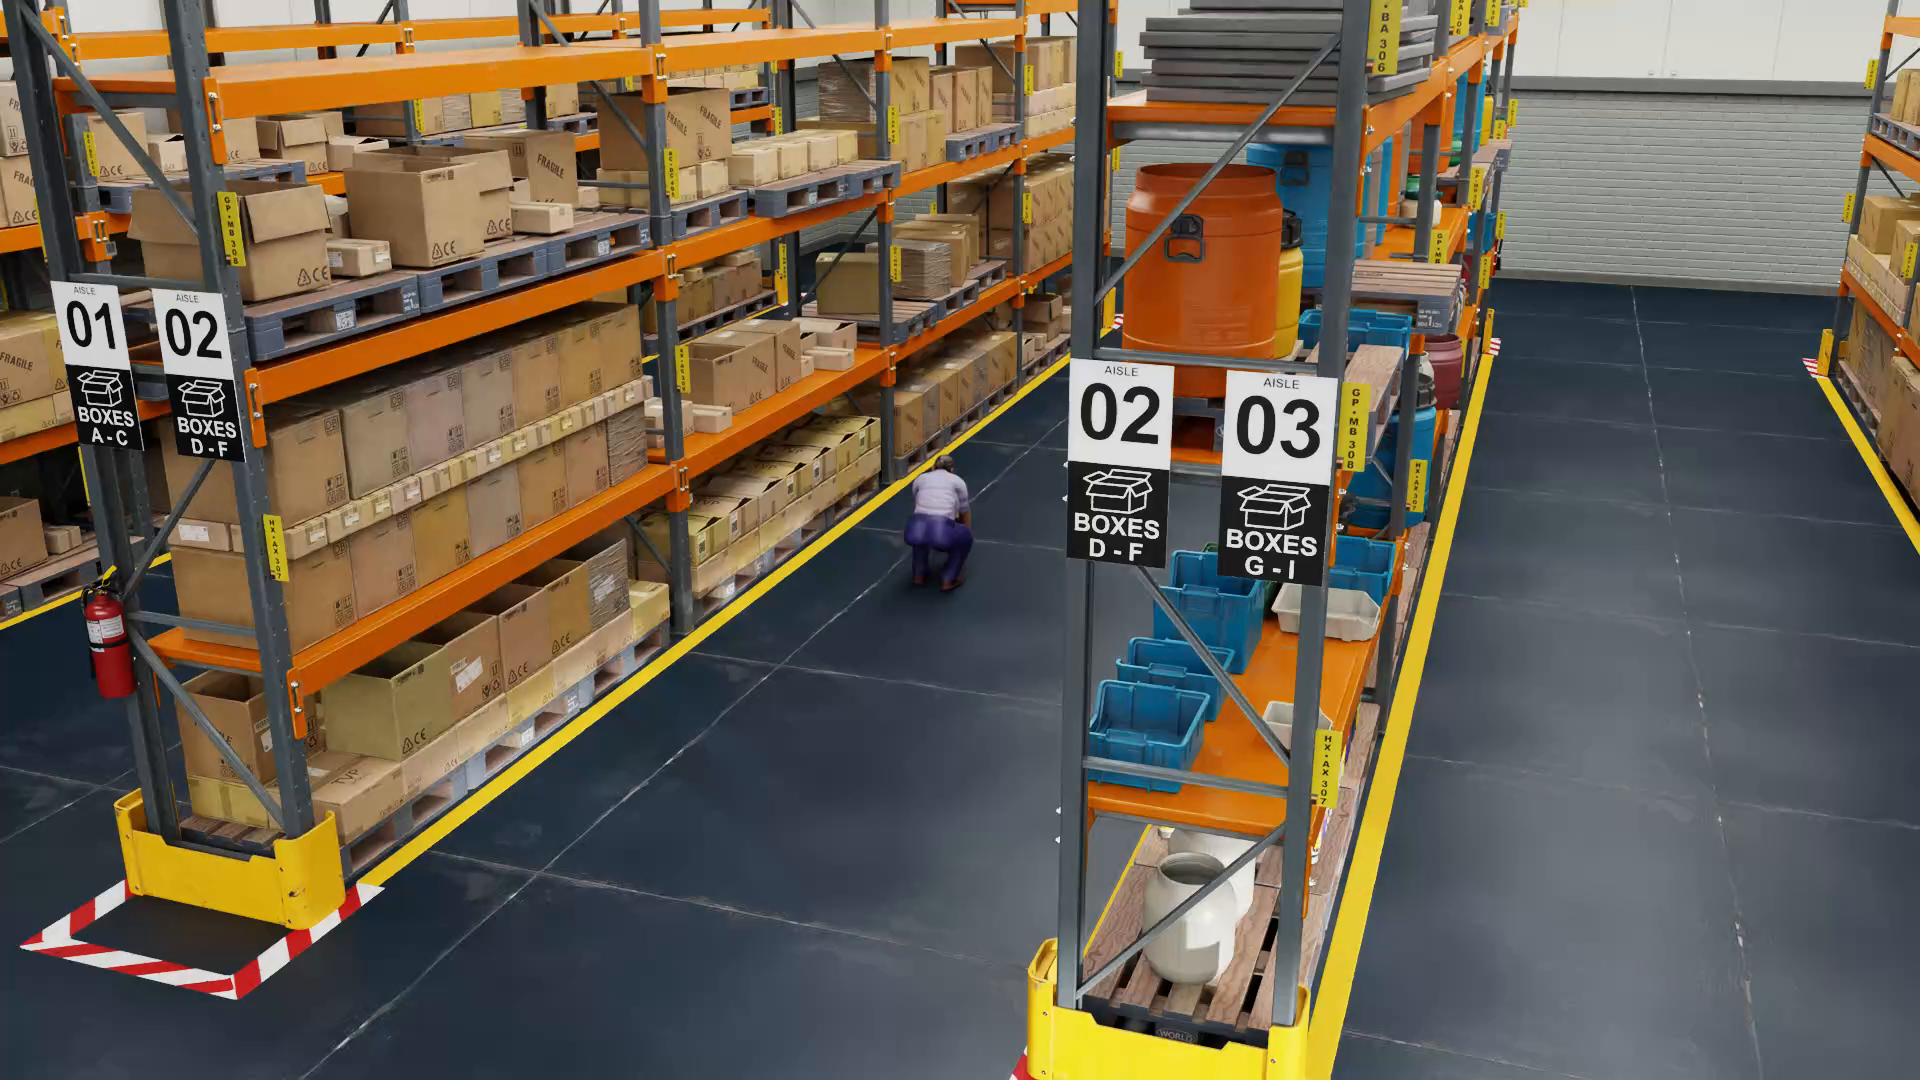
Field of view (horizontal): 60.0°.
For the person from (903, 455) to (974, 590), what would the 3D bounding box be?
[{"bbox_3d":[-0.163,-0.132,13.079,0.499,0.951,0.828,6,20,17],"label":"person"}]
